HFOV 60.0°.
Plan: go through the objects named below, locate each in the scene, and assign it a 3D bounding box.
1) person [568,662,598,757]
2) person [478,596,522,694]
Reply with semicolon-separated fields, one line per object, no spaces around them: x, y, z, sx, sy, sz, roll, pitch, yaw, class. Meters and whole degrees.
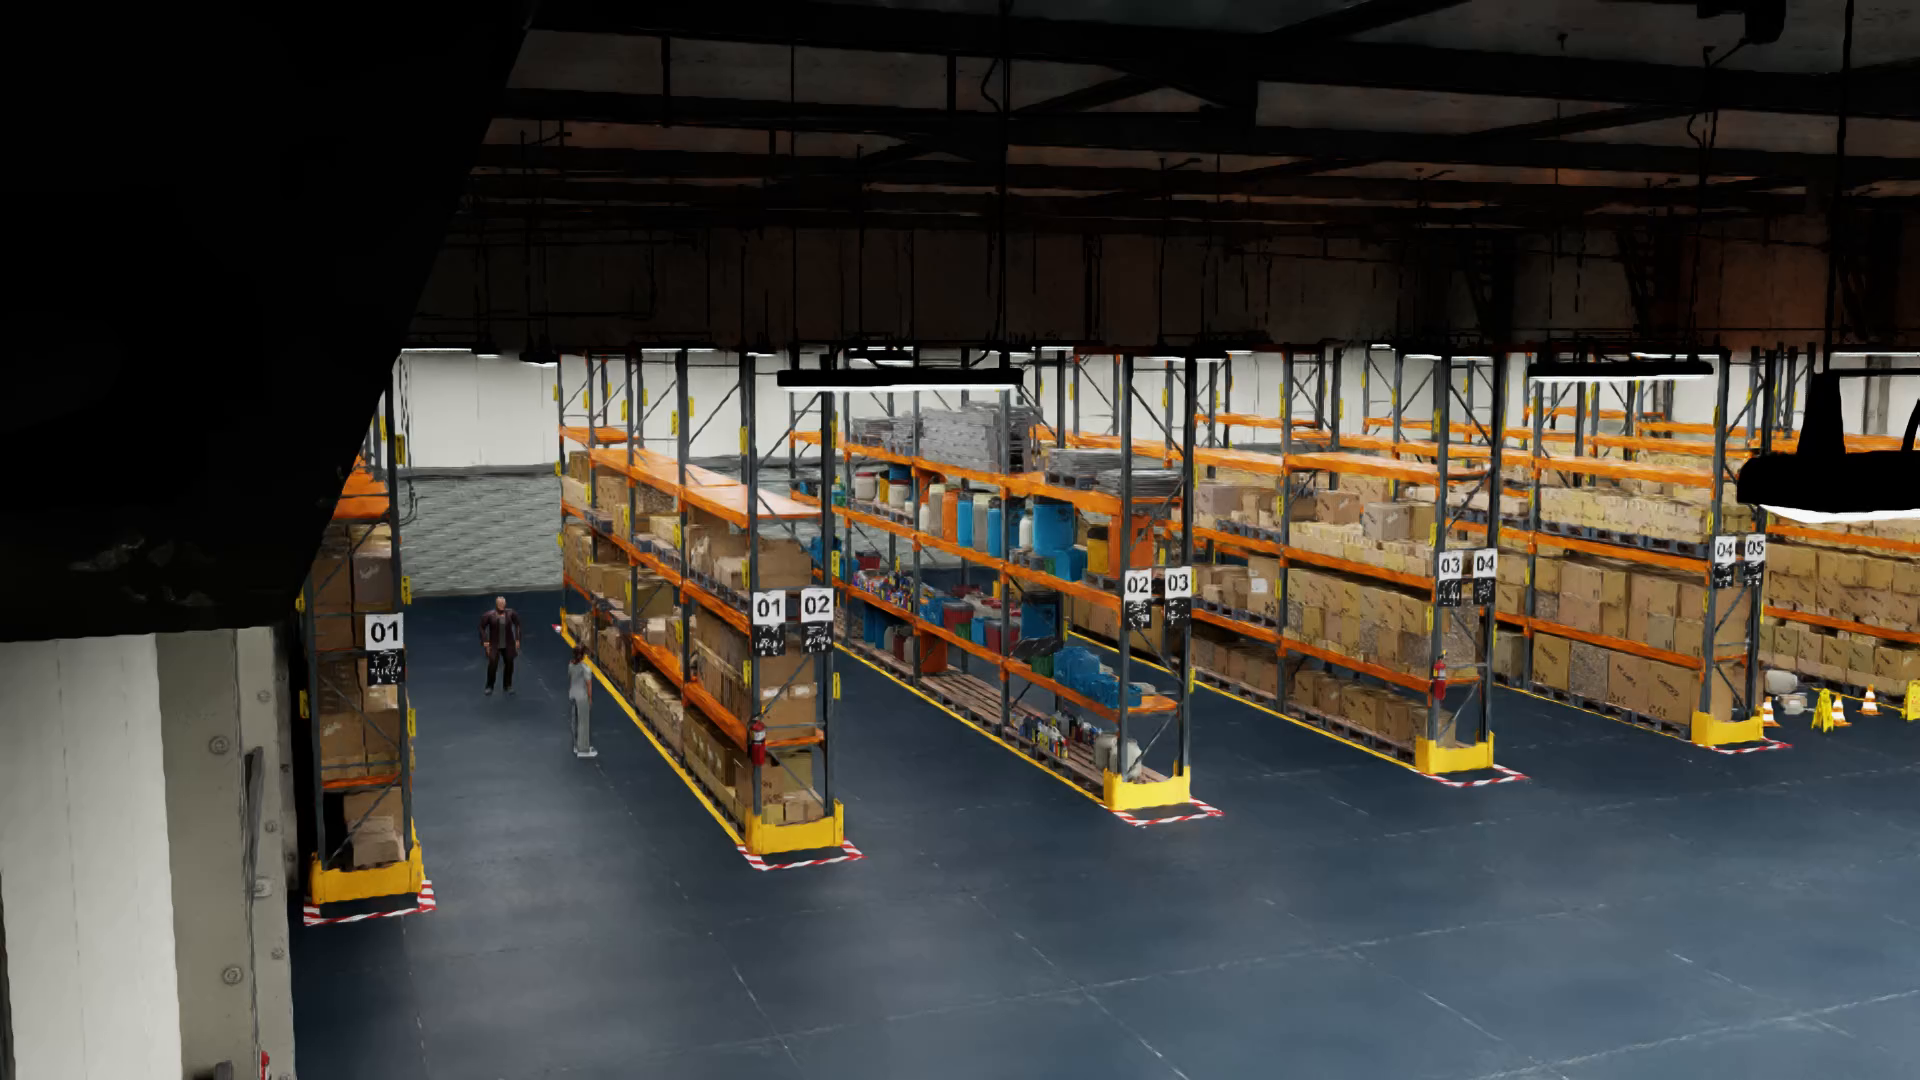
-5.585;2.485;24.688;0.465;1.421;0.434;6;9;37;person
-7.982;1.807;28.876;0.729;1.717;0.524;-3;8;-23;person
